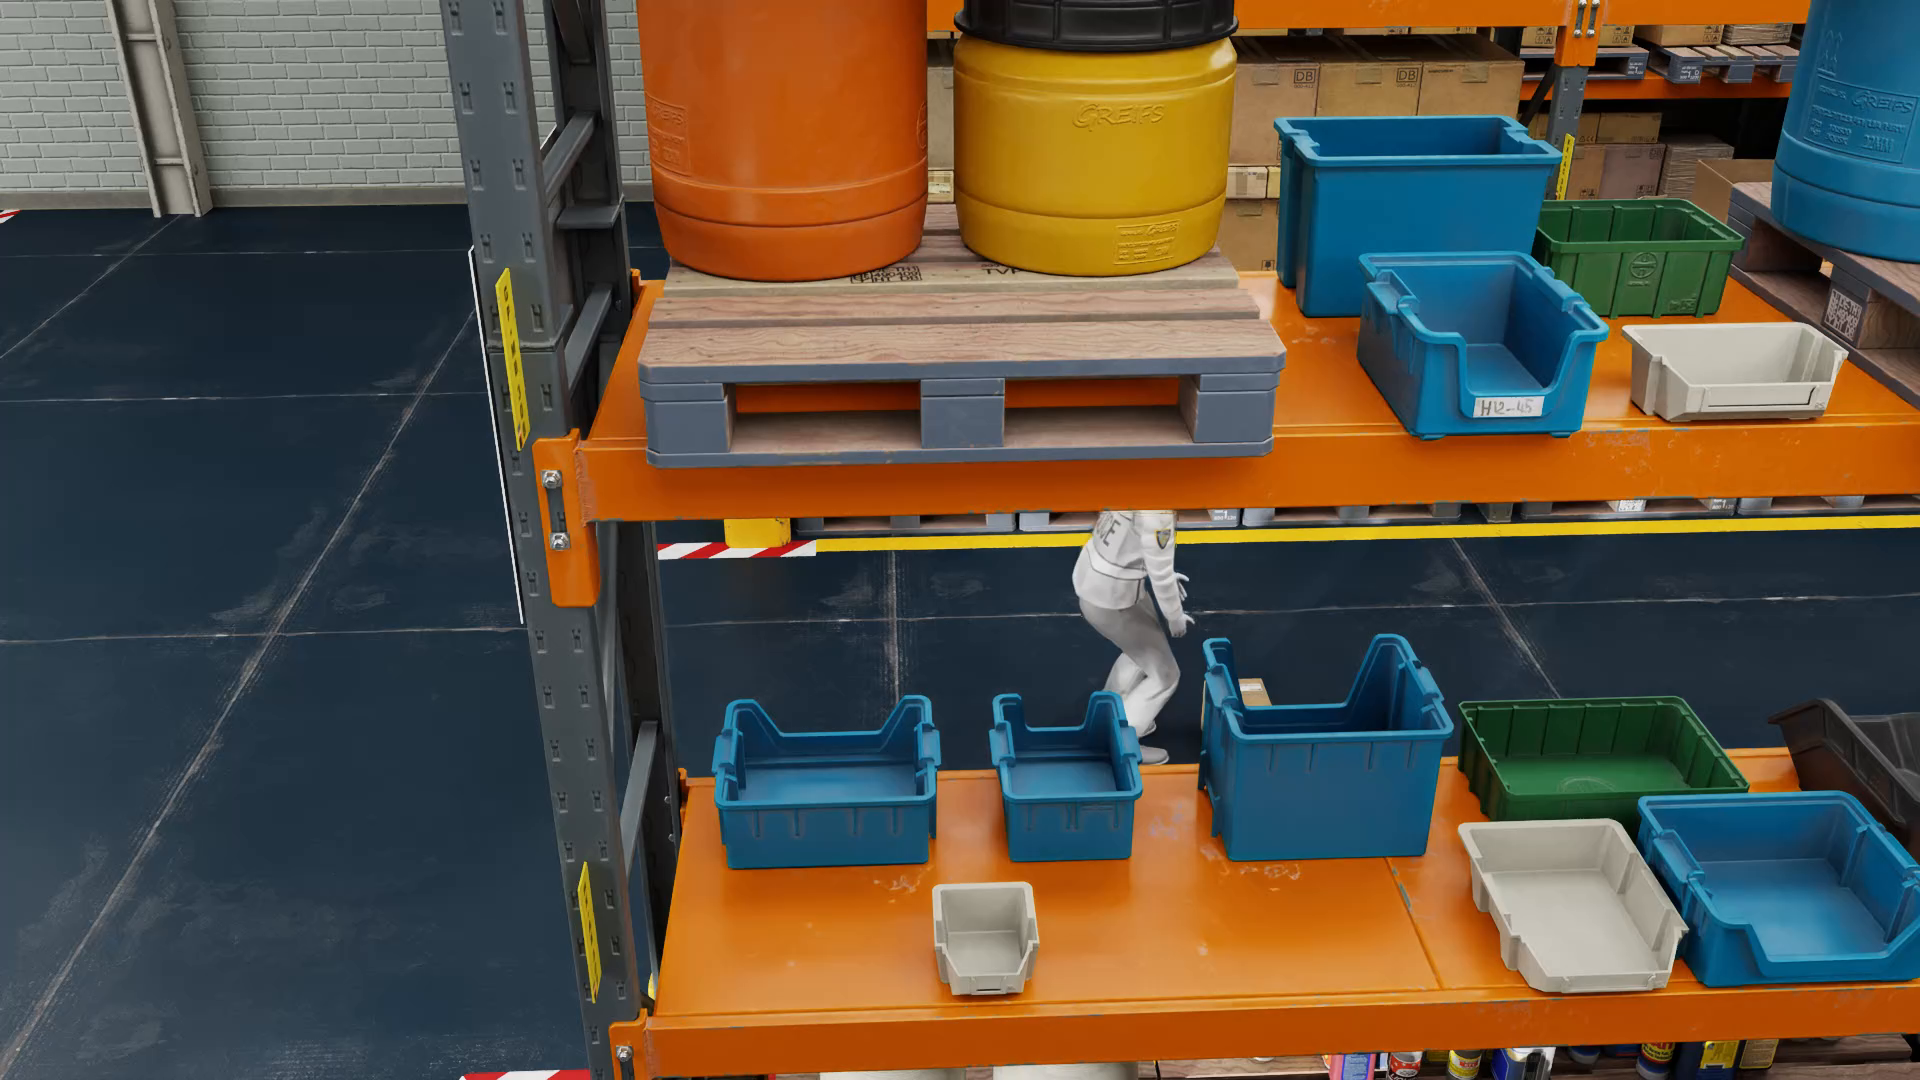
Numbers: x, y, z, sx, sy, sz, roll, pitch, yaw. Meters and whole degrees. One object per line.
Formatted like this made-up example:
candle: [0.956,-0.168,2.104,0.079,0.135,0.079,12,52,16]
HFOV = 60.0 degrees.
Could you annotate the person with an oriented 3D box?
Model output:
person: [0.759,0.208,6.890,0.591,1.522,0.526,-1,28,-2]
